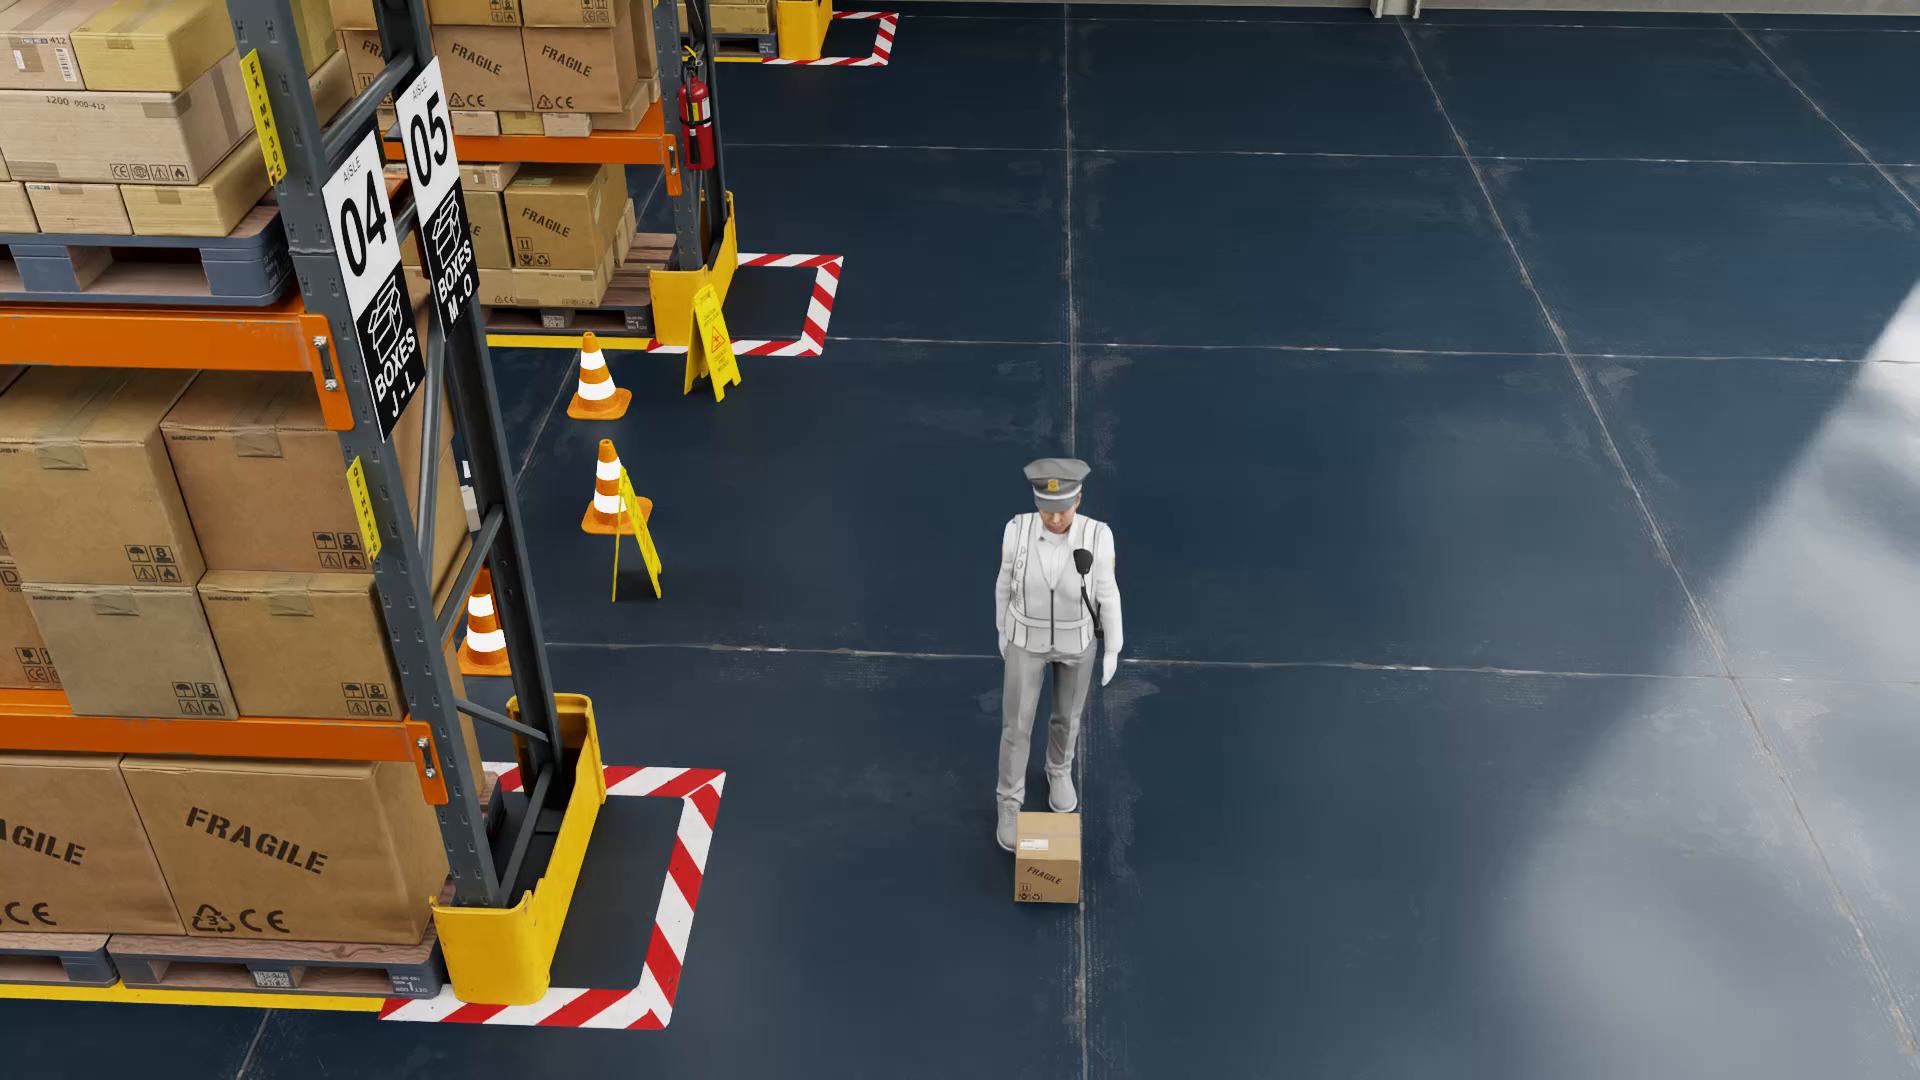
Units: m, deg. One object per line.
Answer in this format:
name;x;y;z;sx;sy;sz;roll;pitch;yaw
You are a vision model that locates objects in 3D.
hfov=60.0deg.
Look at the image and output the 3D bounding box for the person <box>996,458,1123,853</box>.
person;0.382;0.455;6.466;0.502;1.680;0.508;2;36;2
